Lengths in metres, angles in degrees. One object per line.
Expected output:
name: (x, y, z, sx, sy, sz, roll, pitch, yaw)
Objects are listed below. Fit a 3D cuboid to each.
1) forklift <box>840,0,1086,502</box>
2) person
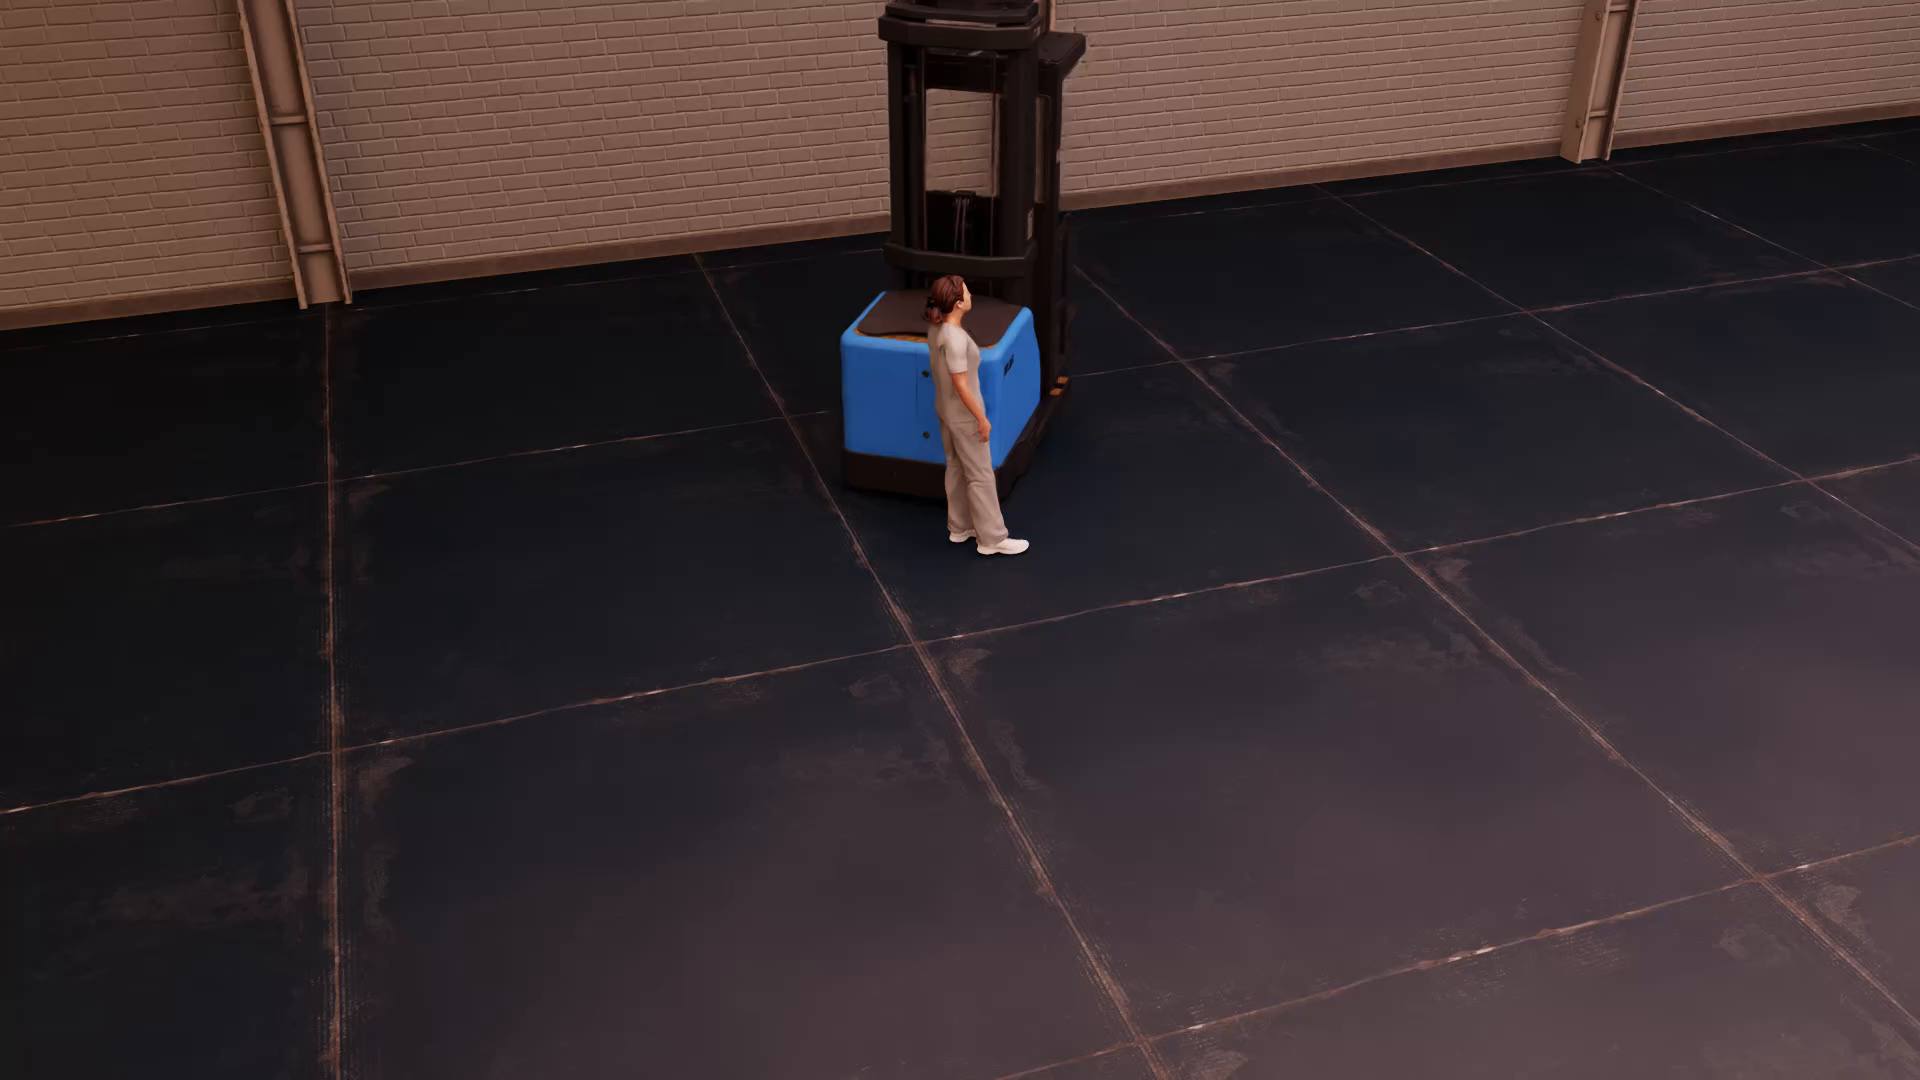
forklift: (0.165, -2.208, 10.925, 1.130, 2.935, 3.031, 8, 31, 14)
person: (0.075, -0.738, 9.613, 0.548, 1.673, 0.549, -10, 31, -16)
